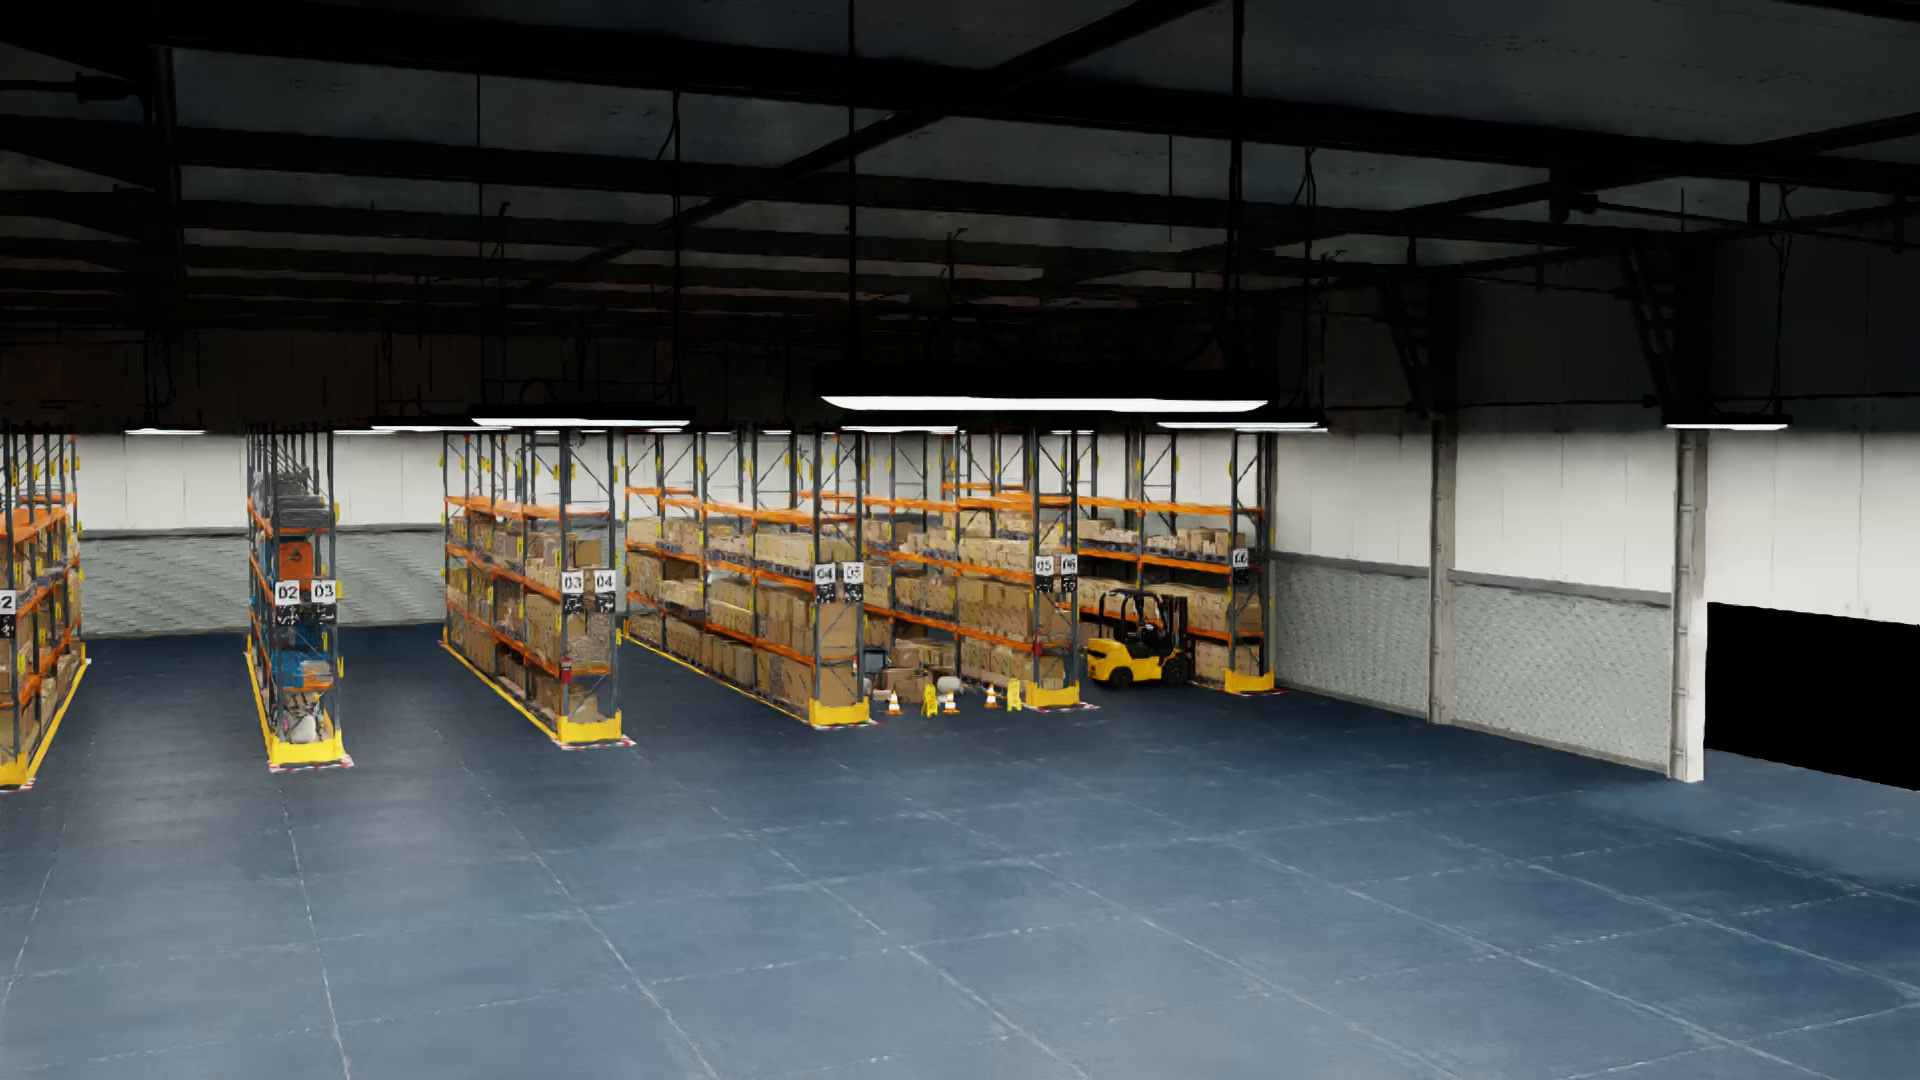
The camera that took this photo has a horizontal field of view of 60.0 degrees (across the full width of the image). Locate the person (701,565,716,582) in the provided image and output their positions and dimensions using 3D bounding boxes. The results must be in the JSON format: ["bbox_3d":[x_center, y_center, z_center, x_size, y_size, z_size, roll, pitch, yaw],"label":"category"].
[{"bbox_3d":[-7.703,1.646,51.259,0.626,1.796,0.538,2,4,29],"label":"person"}]

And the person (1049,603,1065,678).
[{"bbox_3d":[2.188,2.412,39.302,0.590,1.669,0.675,0,4,1],"label":"person"}]
